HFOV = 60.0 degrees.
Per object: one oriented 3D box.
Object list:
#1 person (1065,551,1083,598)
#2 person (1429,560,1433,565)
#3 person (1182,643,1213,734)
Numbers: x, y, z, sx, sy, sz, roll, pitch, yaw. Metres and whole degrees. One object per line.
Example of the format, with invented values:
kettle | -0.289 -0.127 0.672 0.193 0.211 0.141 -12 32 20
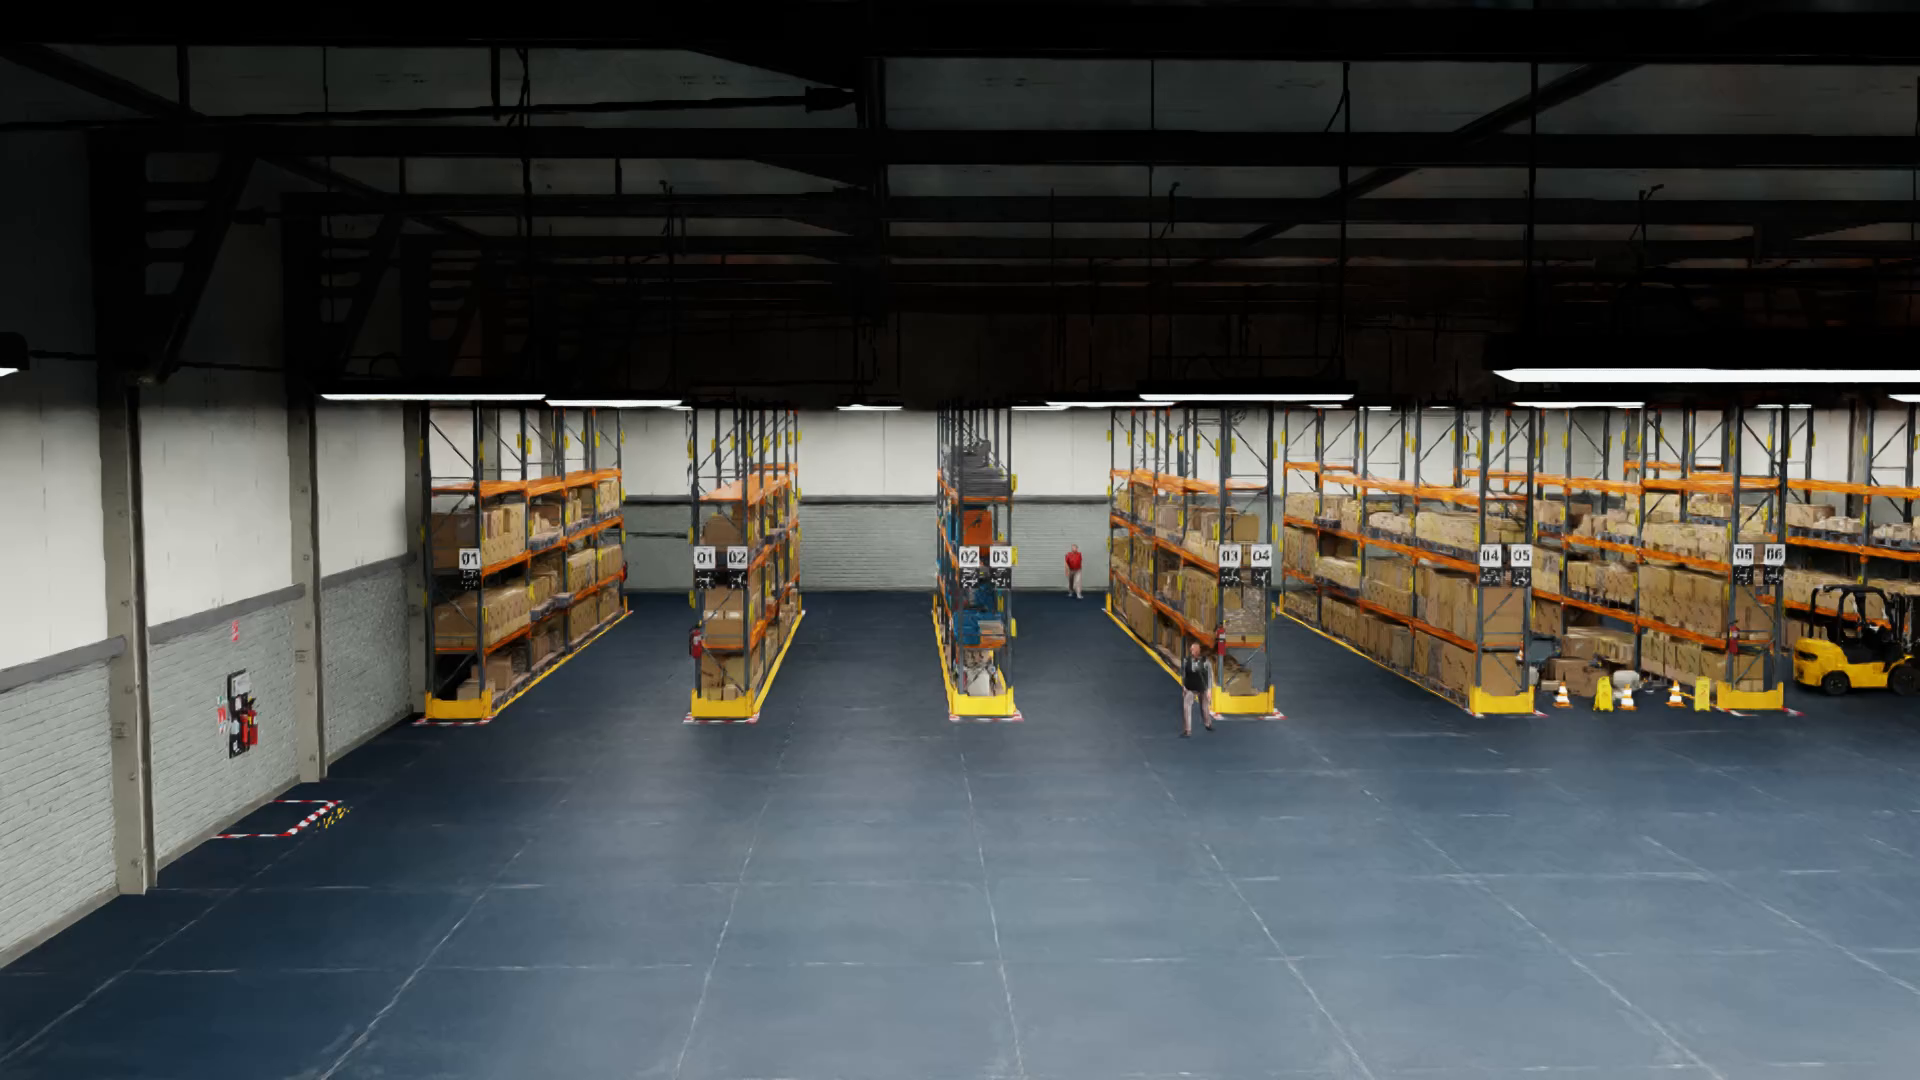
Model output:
person | 3.486 1.038 51.042 0.526 1.457 1.126 0 4 1
person | 14.318 0.874 51.020 0.552 1.722 0.556 -3 6 -38
person | 4.215 2.595 29.409 0.574 1.611 0.811 2 5 19
